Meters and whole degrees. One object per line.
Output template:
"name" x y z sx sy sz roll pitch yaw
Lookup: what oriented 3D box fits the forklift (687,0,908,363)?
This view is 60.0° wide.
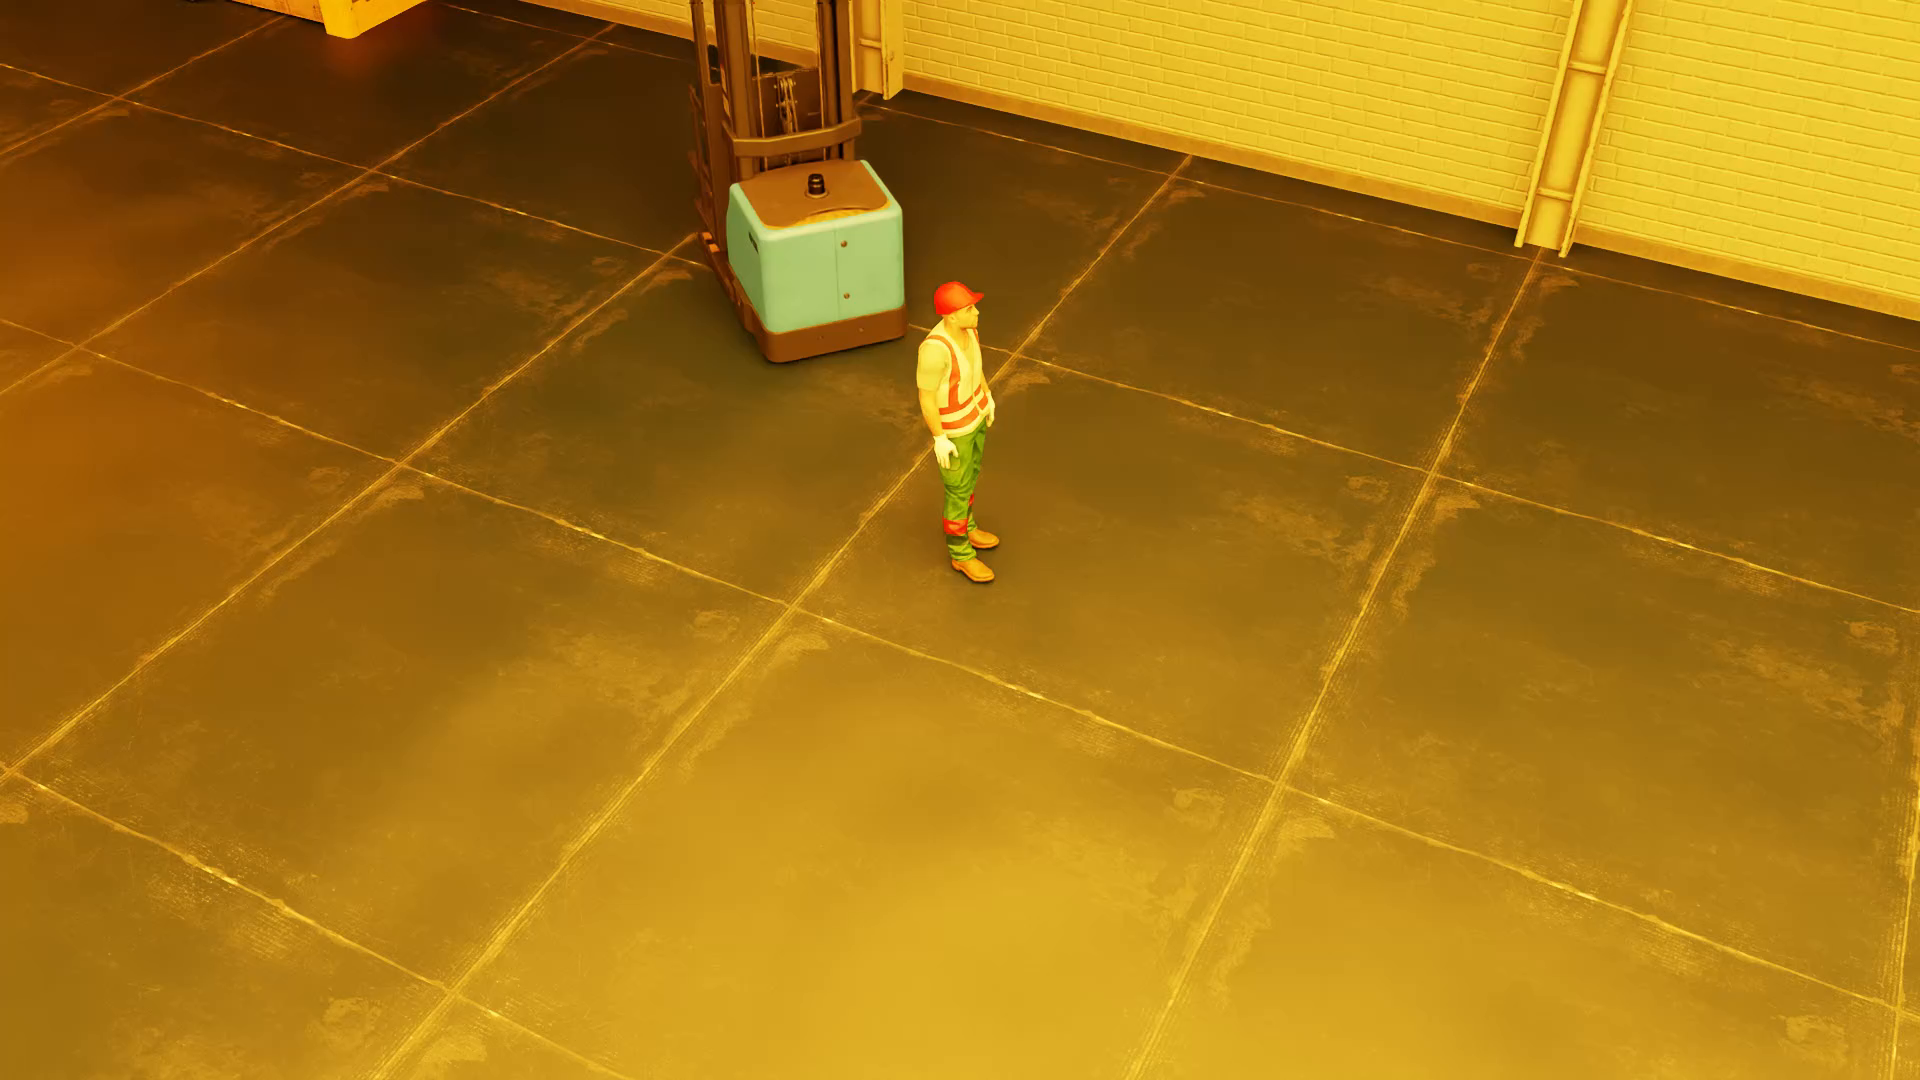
"forklift" -1.385 -3.317 11.925 1.130 2.935 3.031 -14 42 -16

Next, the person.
"person" 0.066 -0.660 9.645 0.564 1.787 0.638 18 43 21
